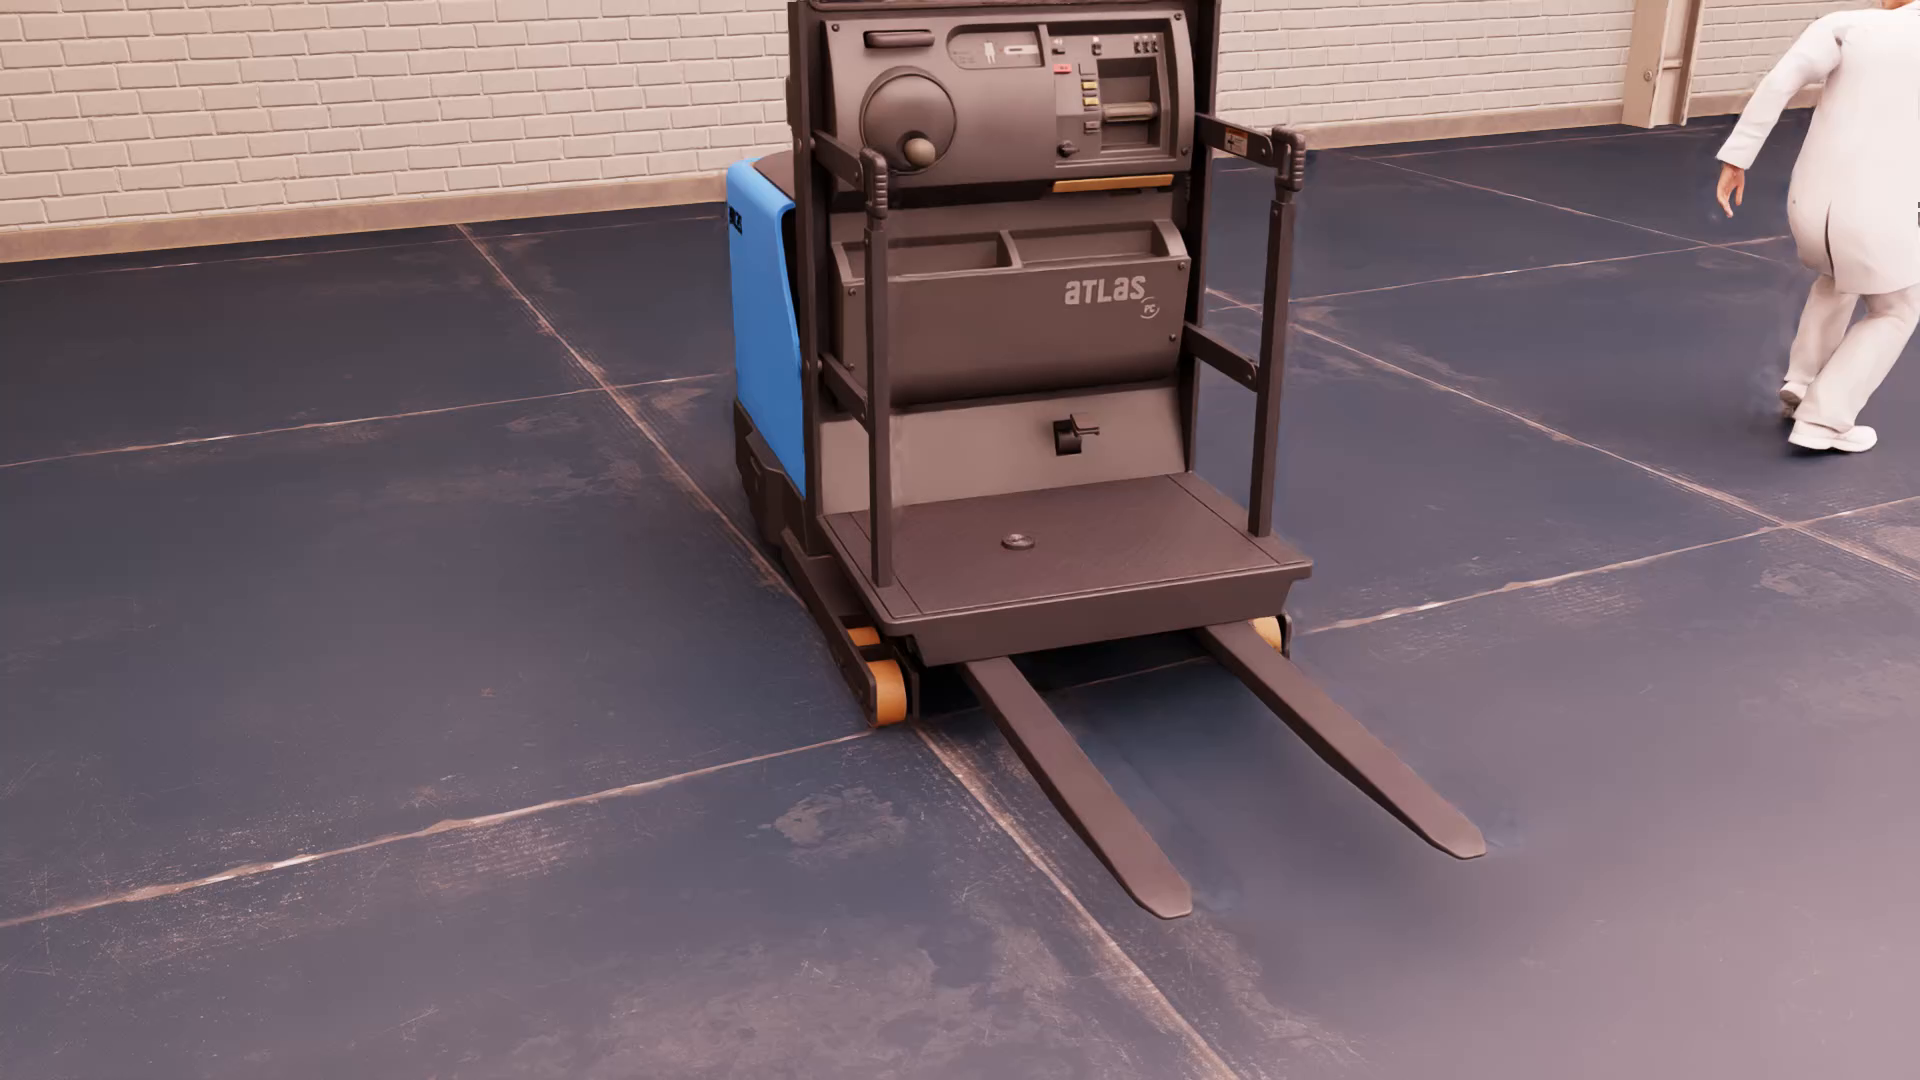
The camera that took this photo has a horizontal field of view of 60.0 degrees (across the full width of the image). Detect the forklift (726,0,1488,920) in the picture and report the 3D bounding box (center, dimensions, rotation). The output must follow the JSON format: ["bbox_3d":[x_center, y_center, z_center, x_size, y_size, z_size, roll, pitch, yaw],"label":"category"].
[{"bbox_3d":[0.203,-1.074,3.871,1.130,2.935,3.031,-7,24,-17],"label":"forklift"}]

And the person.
[{"bbox_3d":[3.058,-1.123,5.654,0.799,1.763,0.728,-17,28,-36],"label":"person"}]
